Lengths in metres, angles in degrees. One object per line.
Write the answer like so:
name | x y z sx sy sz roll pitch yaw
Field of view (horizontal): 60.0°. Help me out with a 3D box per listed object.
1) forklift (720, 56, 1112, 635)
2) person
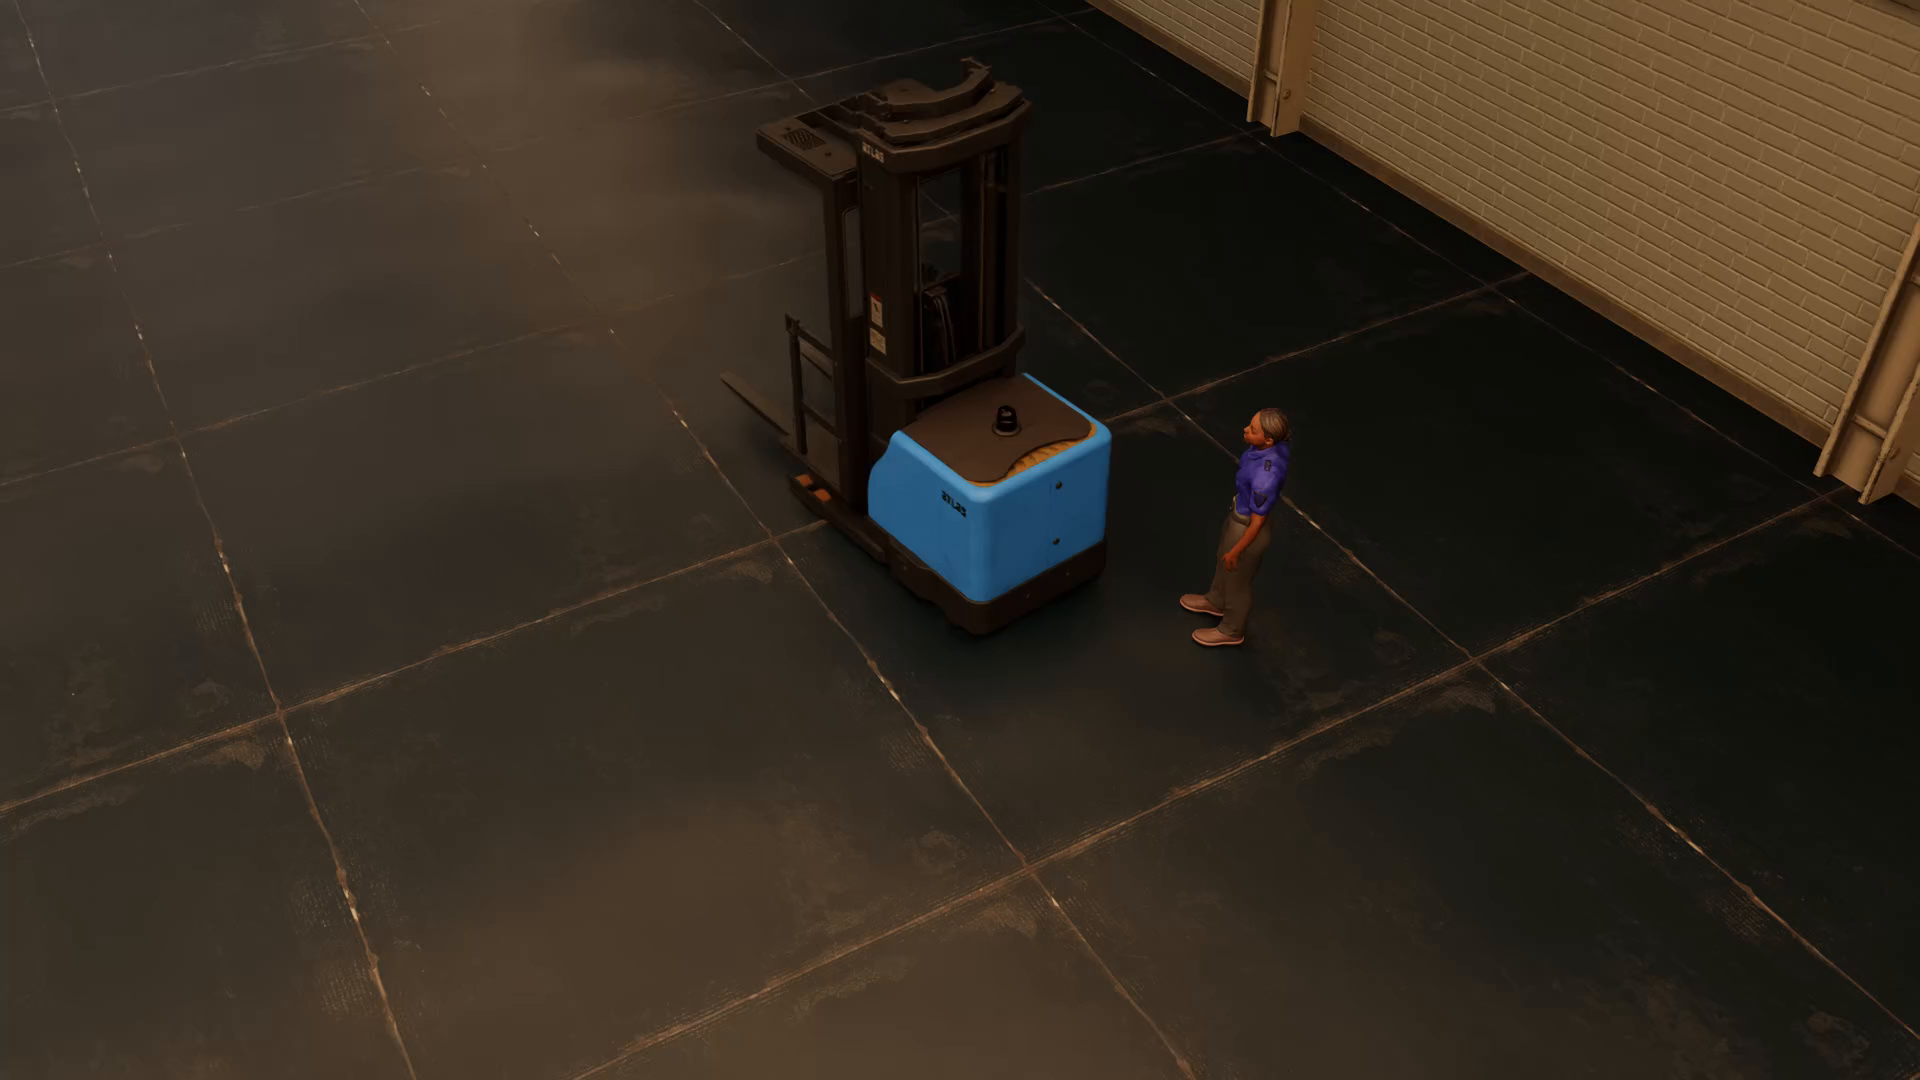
forklift | -0.436 -1.463 9.800 1.130 2.935 3.031 -27 47 -29
person | 1.496 -0.084 9.127 0.504 1.654 0.569 9 41 11
